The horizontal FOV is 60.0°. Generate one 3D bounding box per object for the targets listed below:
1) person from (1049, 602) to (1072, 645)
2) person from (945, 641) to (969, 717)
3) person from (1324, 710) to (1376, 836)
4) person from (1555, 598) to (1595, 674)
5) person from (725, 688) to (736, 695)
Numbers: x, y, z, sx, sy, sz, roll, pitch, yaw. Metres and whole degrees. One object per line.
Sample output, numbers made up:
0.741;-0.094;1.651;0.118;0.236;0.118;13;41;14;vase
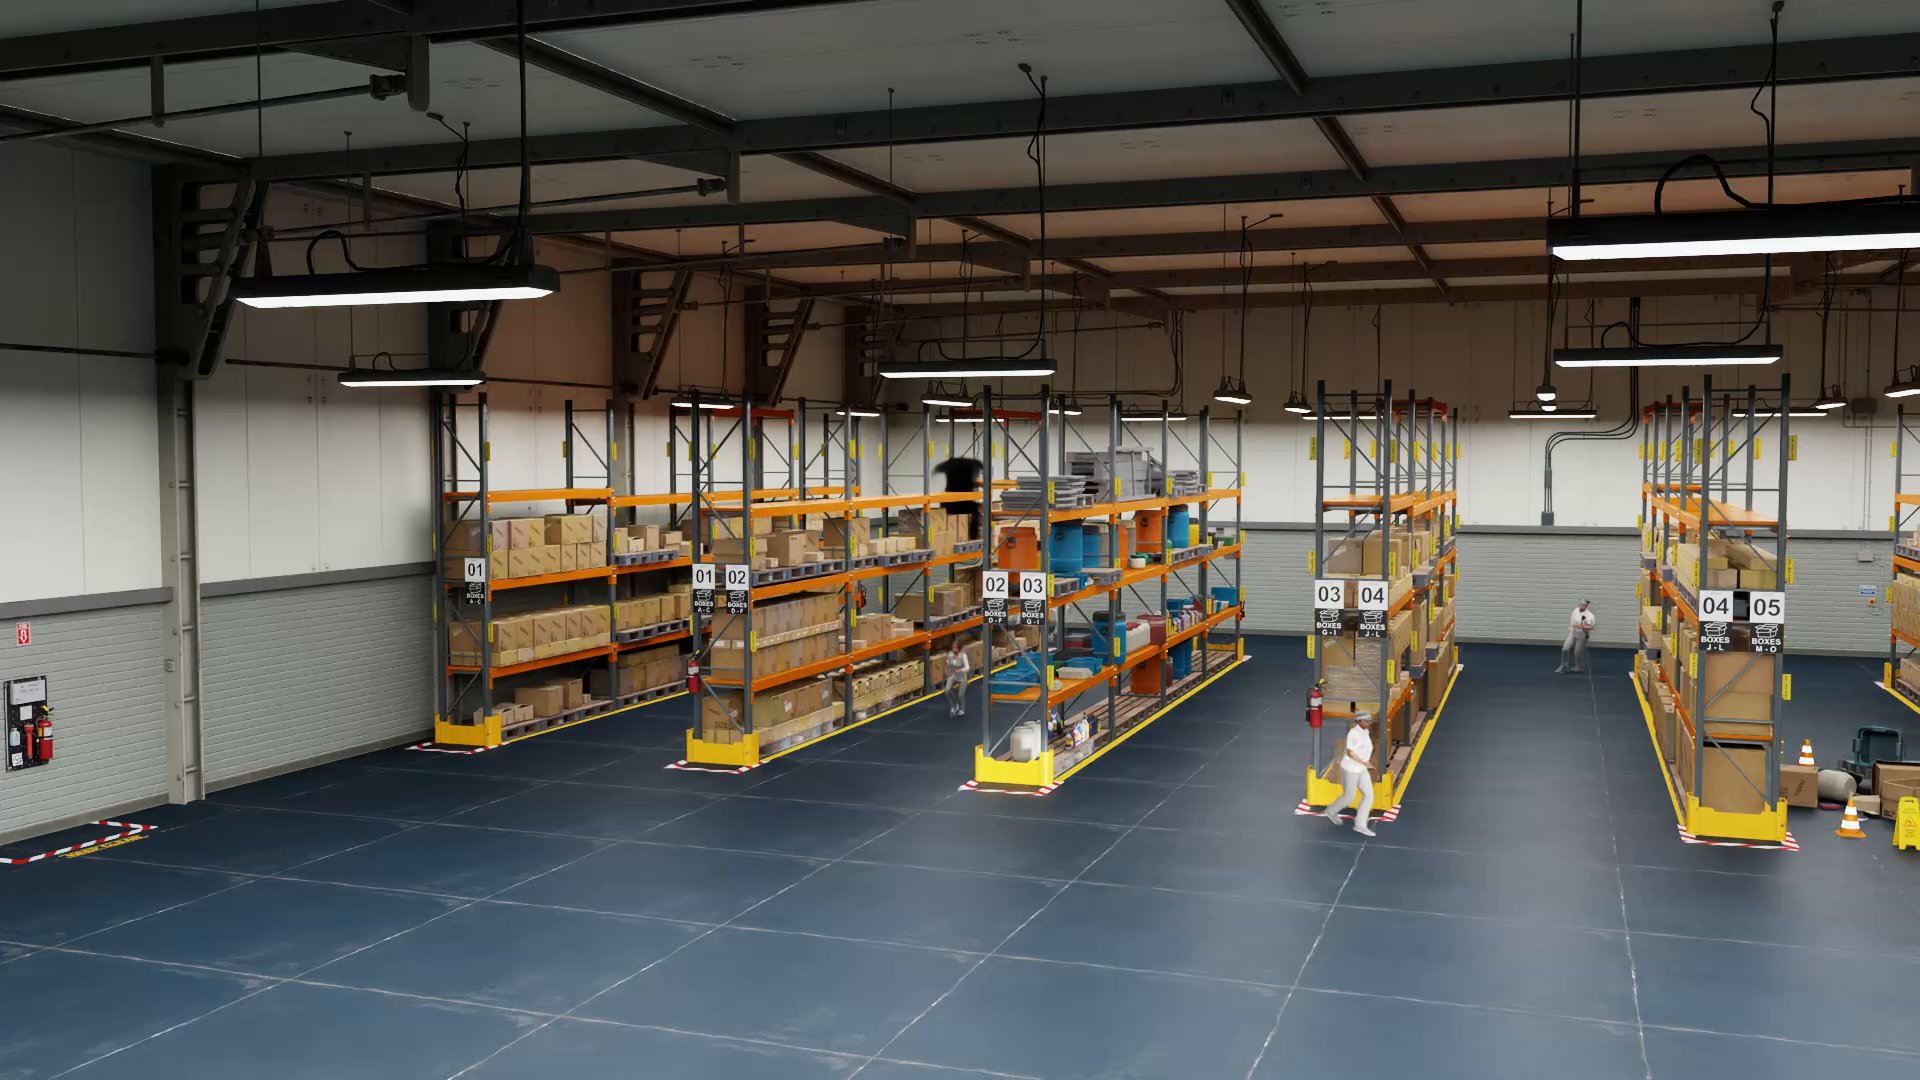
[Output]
2.513;1.868;42.569;0.661;1.760;0.776;-3;4;-41;person
-0.052;2.592;31.110;0.559;1.465;0.924;1;3;15;person
5.099;3.014;21.801;0.797;1.654;0.549;3;4;45;person
13.899;2.166;37.398;0.741;1.752;0.811;-3;4;-40;person
-4.415;2.490;32.248;0.574;1.619;0.571;0;3;-1;person
